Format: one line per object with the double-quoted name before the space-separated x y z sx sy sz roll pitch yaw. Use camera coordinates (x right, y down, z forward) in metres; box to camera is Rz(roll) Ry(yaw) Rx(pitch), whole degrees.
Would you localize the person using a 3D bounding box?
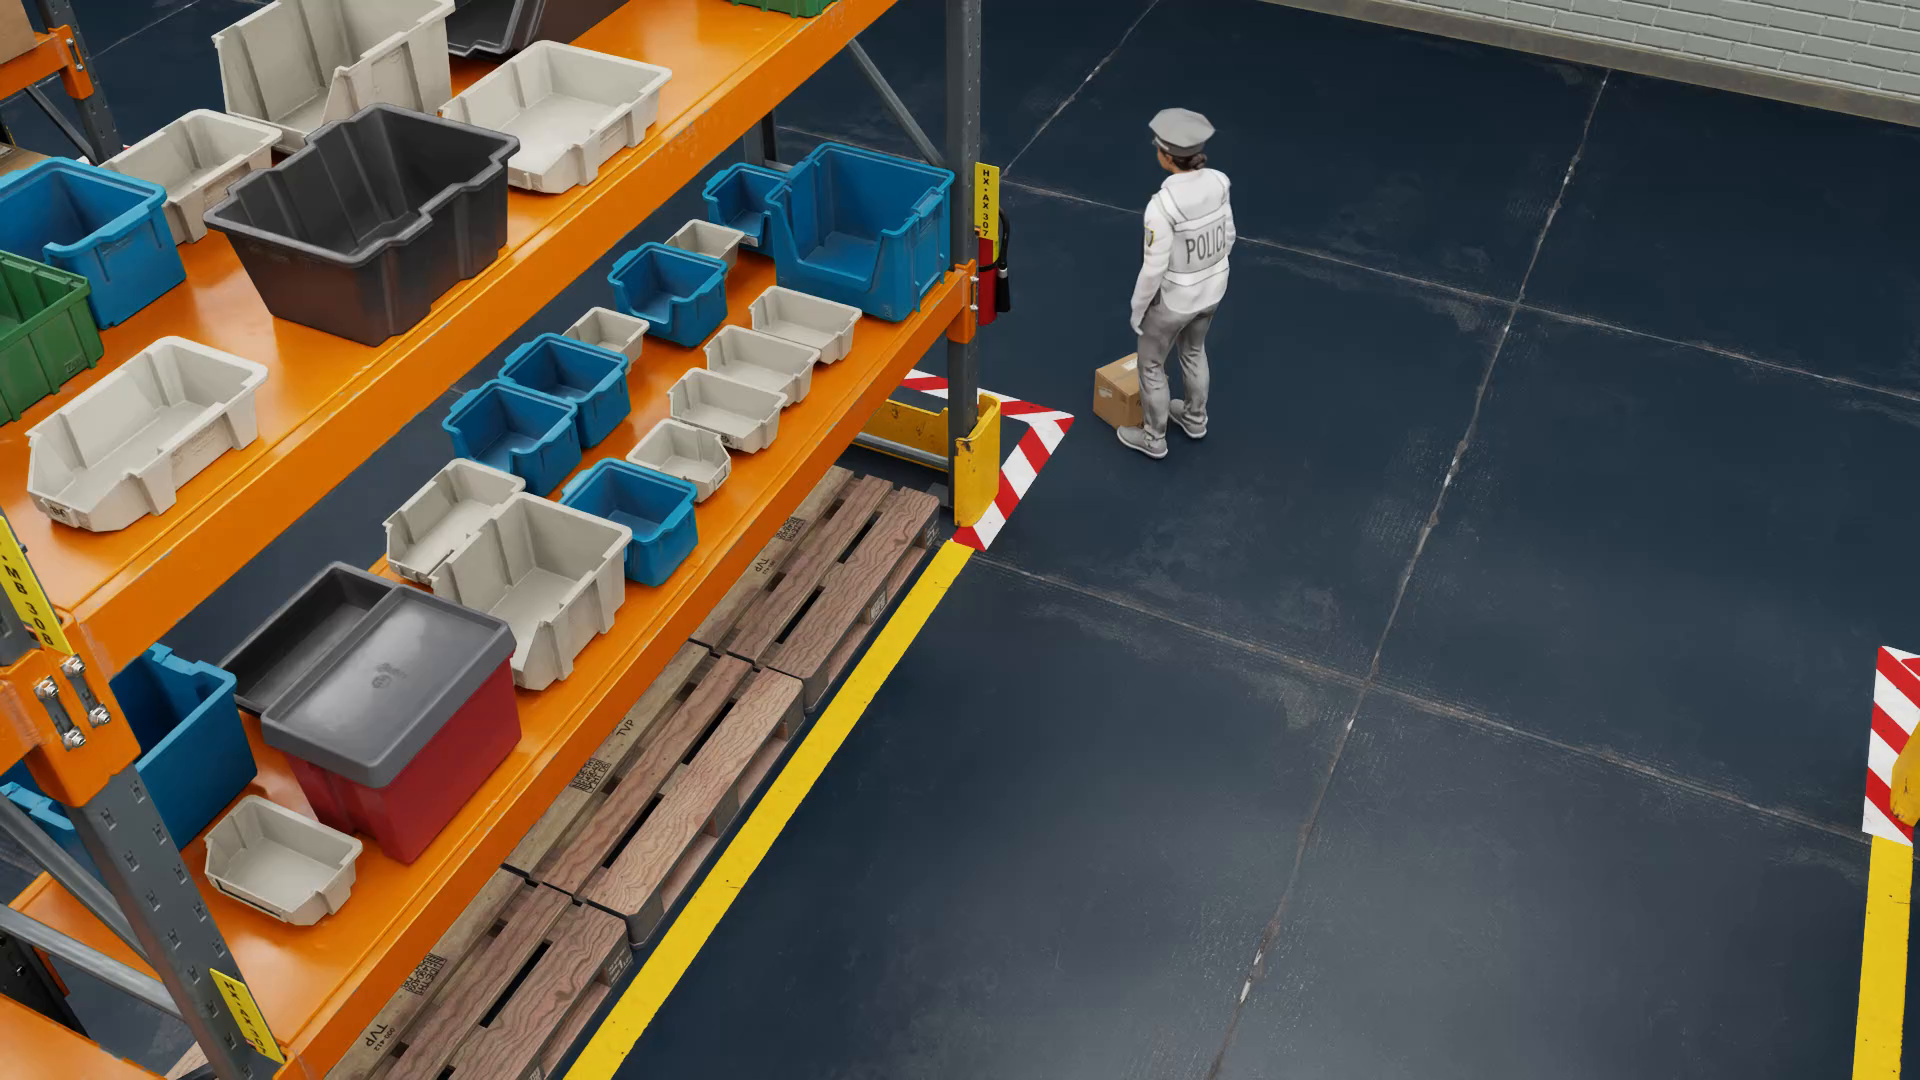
"person" 0.962 -1.089 7.358 0.526 1.661 0.374 -27 49 -26
